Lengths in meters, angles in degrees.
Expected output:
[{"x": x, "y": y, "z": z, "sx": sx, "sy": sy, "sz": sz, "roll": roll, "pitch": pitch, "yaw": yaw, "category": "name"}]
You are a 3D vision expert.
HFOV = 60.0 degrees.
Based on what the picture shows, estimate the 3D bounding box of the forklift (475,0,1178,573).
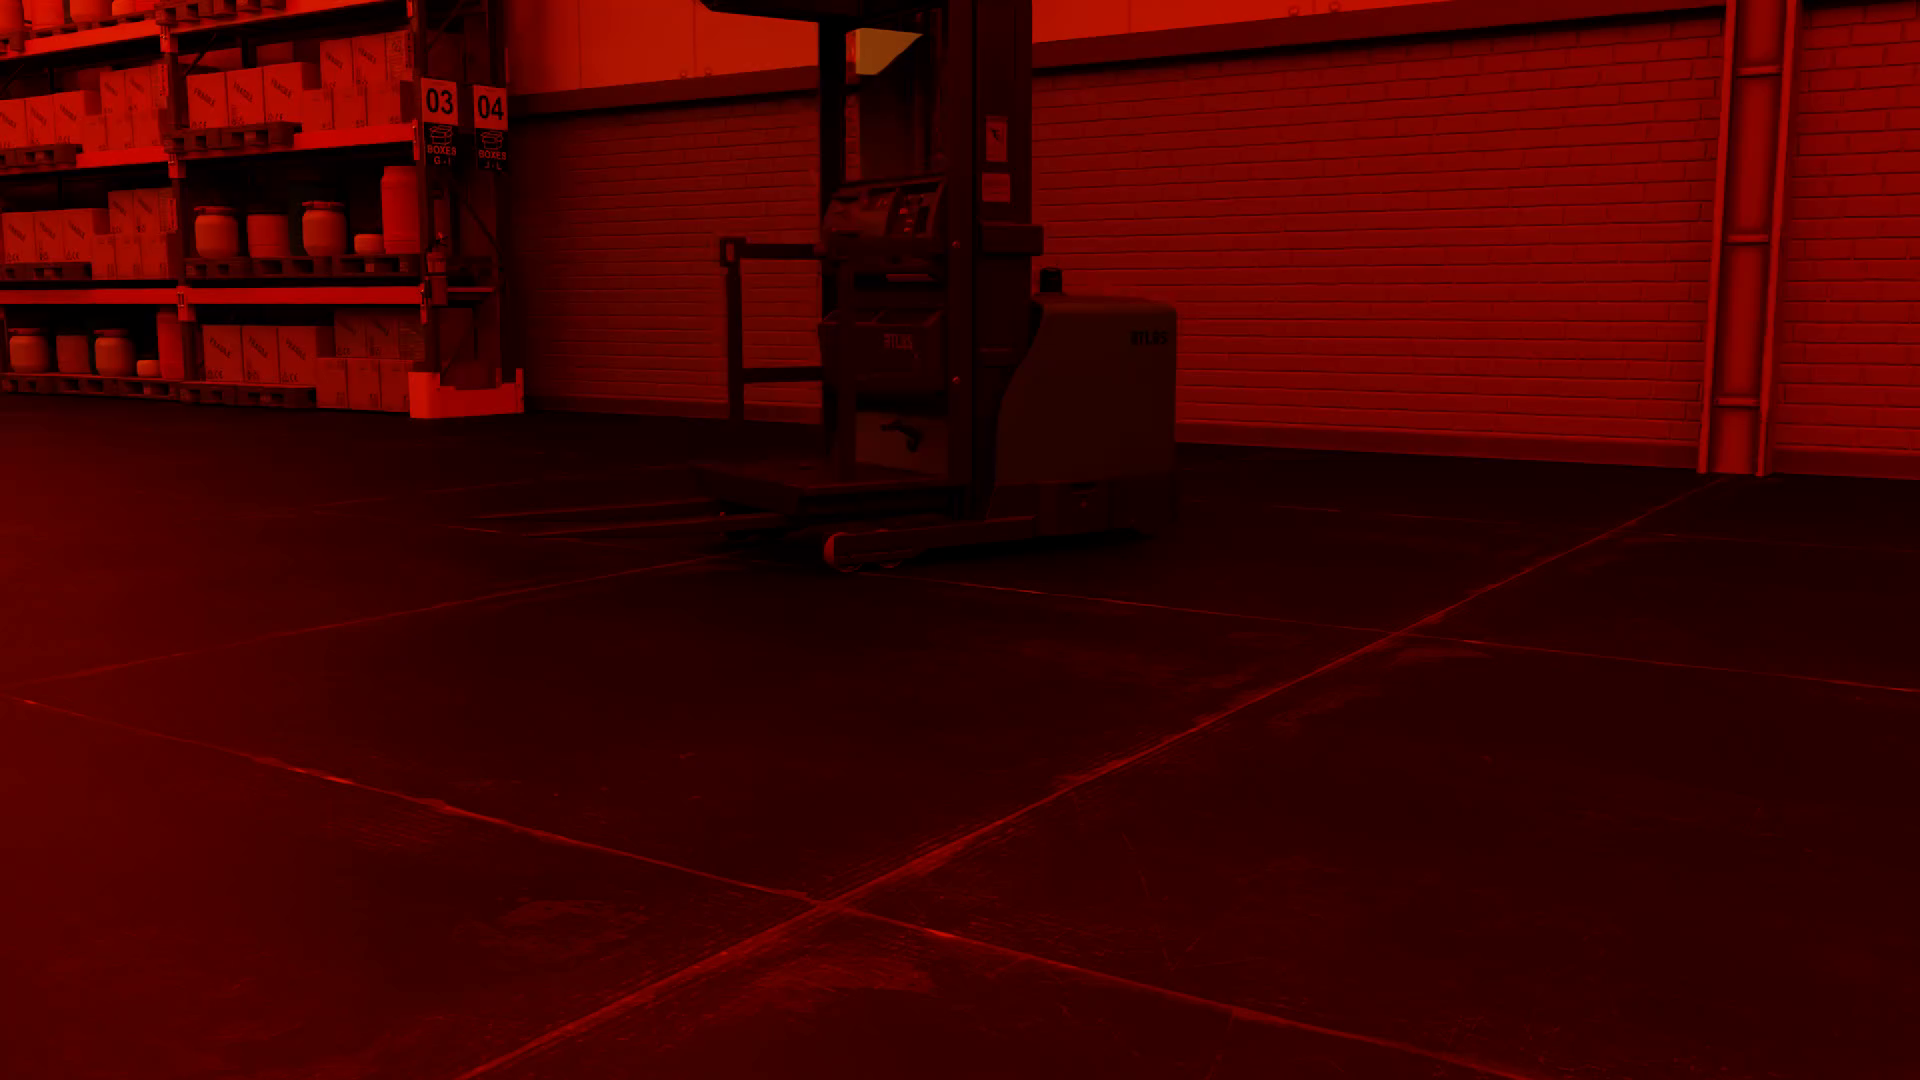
[{"x": -0.507, "y": -1.403, "z": 7.061, "sx": 3.031, "sy": 2.935, "sz": 1.130, "roll": -5, "pitch": 10, "yaw": -33, "category": "forklift"}]
